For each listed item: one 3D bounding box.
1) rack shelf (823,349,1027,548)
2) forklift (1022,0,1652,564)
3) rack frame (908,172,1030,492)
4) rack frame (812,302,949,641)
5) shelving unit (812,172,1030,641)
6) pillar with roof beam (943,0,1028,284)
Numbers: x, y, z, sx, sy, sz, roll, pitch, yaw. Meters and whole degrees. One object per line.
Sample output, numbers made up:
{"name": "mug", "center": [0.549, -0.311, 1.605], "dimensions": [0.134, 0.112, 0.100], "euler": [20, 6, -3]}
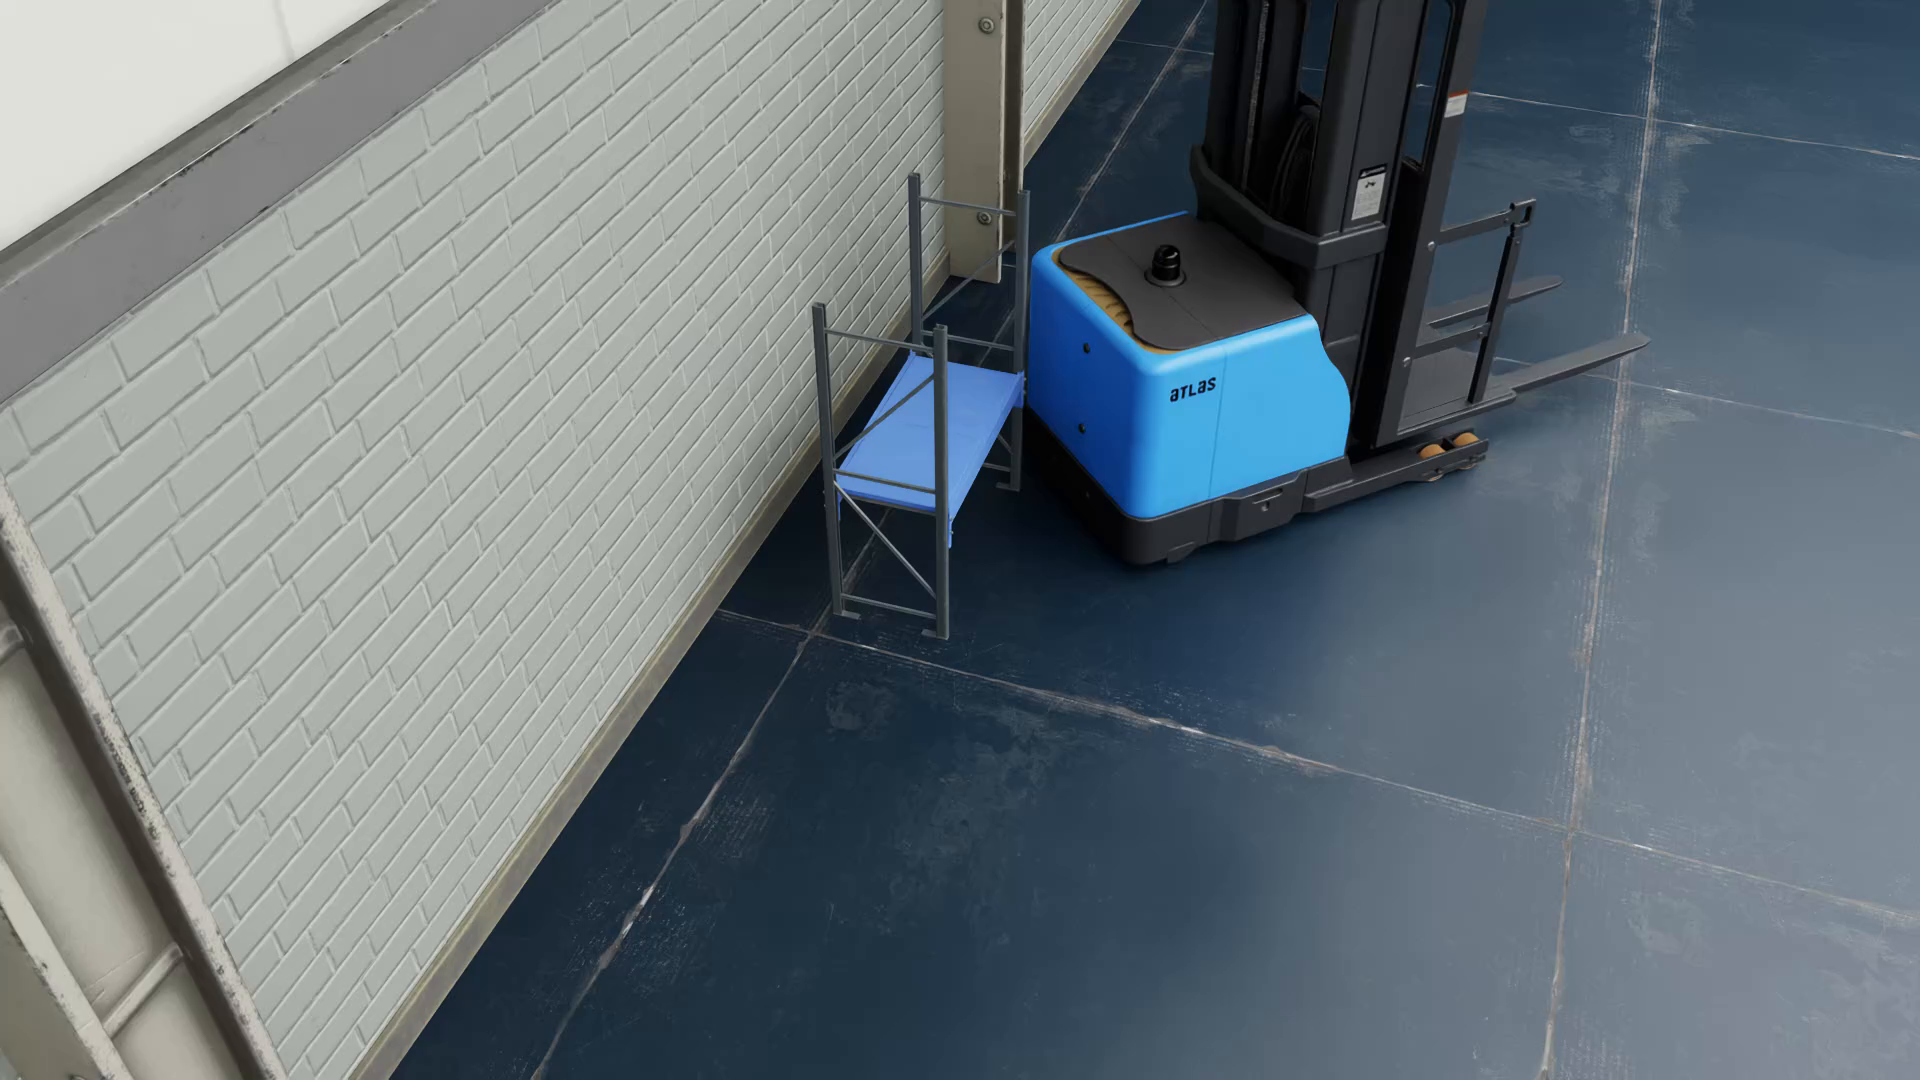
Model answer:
{"name": "rack shelf", "center": [-0.126, -0.397, 6.836], "dimensions": [0.538, 0.185, 1.000], "euler": [12, 42, 14]}
{"name": "forklift", "center": [1.842, -1.672, 6.952], "dimensions": [3.031, 2.935, 1.130], "euler": [-18, 44, -20]}
{"name": "rack frame", "center": [0.034, -0.847, 7.087], "dimensions": [0.500, 1.500, 0.032], "euler": [12, 42, 14]}
{"name": "rack frame", "center": [-0.286, -0.220, 6.353], "dimensions": [0.500, 1.500, 0.032], "euler": [12, 42, 14]}
{"name": "shelving unit", "center": [-0.126, -0.533, 6.720], "dimensions": [0.538, 1.500, 1.048], "euler": [12, 42, 14]}
{"name": "pillar with roof beam", "center": [4.170, -3.986, 4.989], "dimensions": [9.100, 9.000, 0.400], "euler": [13, 42, 15]}
